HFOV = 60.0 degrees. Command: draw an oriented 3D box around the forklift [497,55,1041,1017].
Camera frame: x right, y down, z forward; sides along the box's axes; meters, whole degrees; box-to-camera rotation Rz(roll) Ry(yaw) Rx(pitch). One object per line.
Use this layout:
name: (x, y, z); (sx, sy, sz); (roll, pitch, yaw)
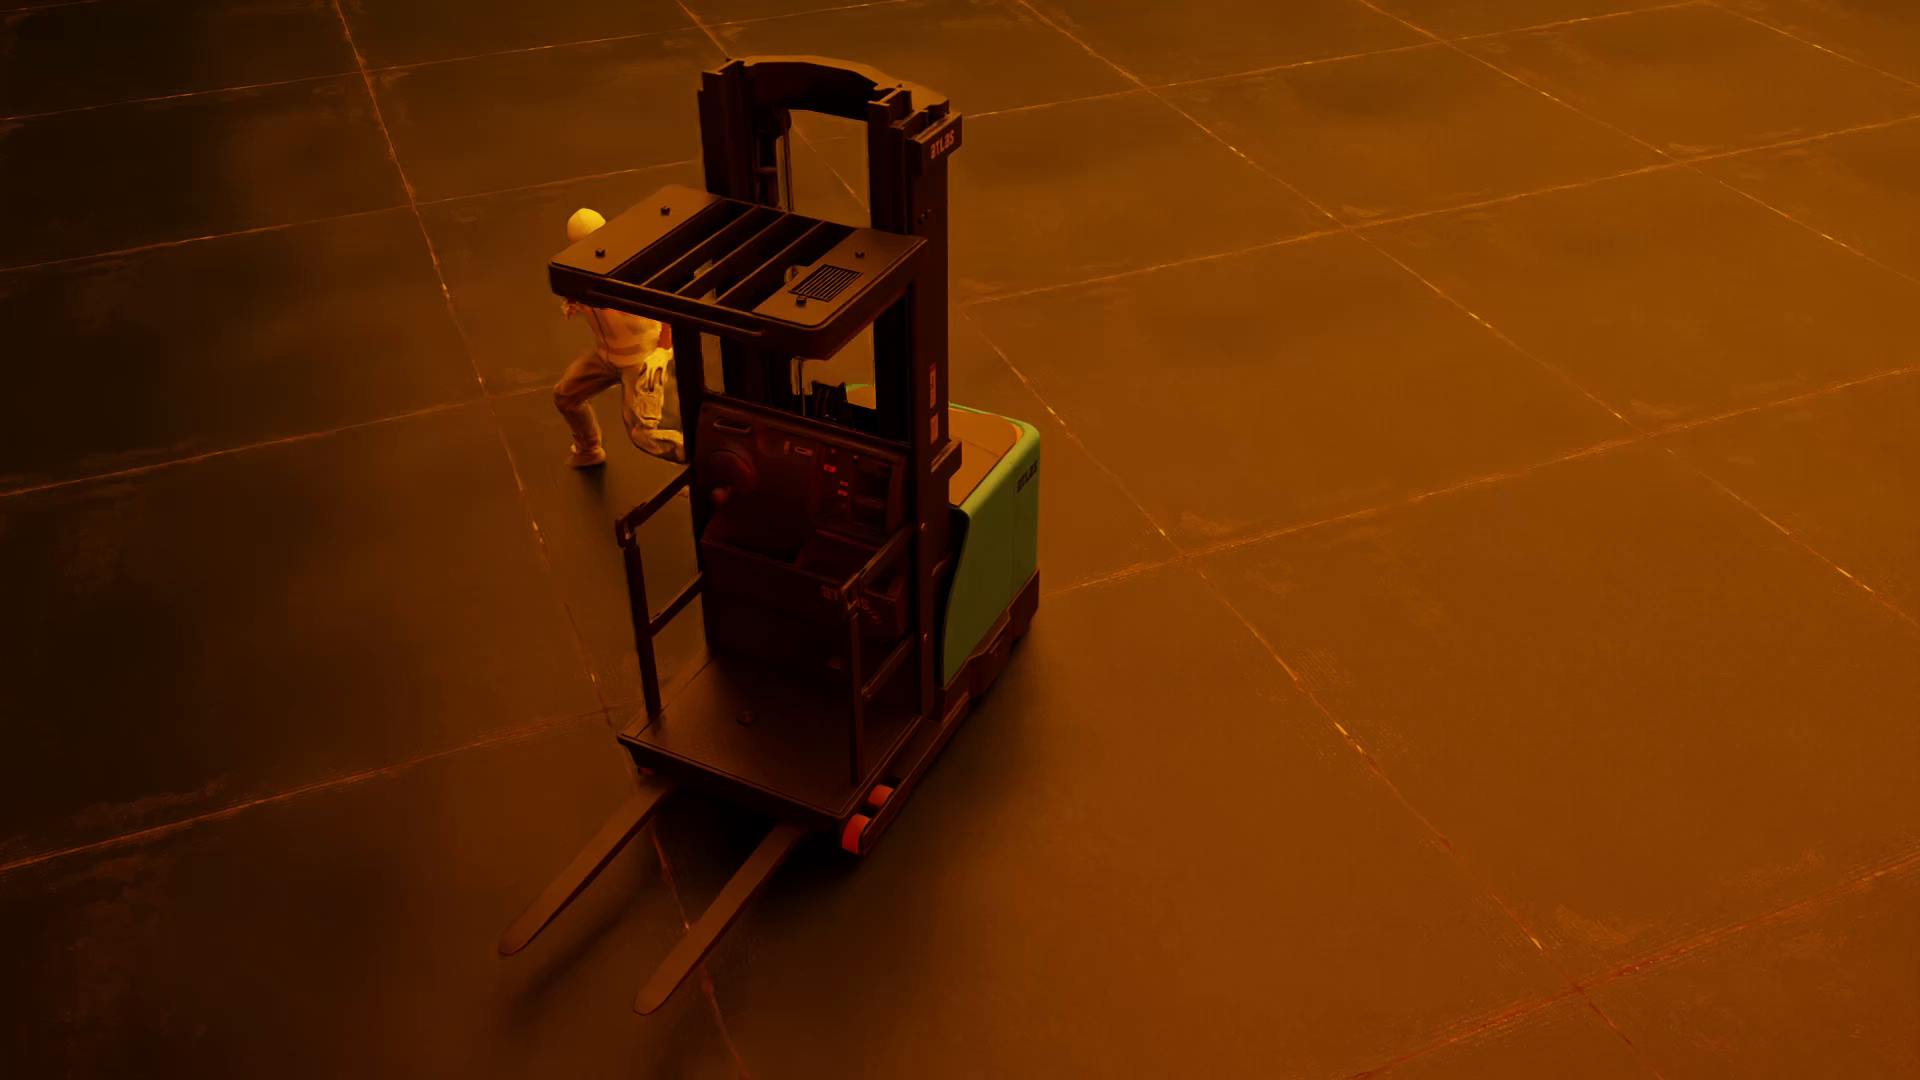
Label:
forklift: (-0.731, -0.200, 6.380); (1.130, 2.935, 3.031); (16, 38, 21)

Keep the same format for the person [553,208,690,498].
person: (-1.796, -0.981, 8.675); (0.520, 1.677, 1.236); (-29, 45, -34)
